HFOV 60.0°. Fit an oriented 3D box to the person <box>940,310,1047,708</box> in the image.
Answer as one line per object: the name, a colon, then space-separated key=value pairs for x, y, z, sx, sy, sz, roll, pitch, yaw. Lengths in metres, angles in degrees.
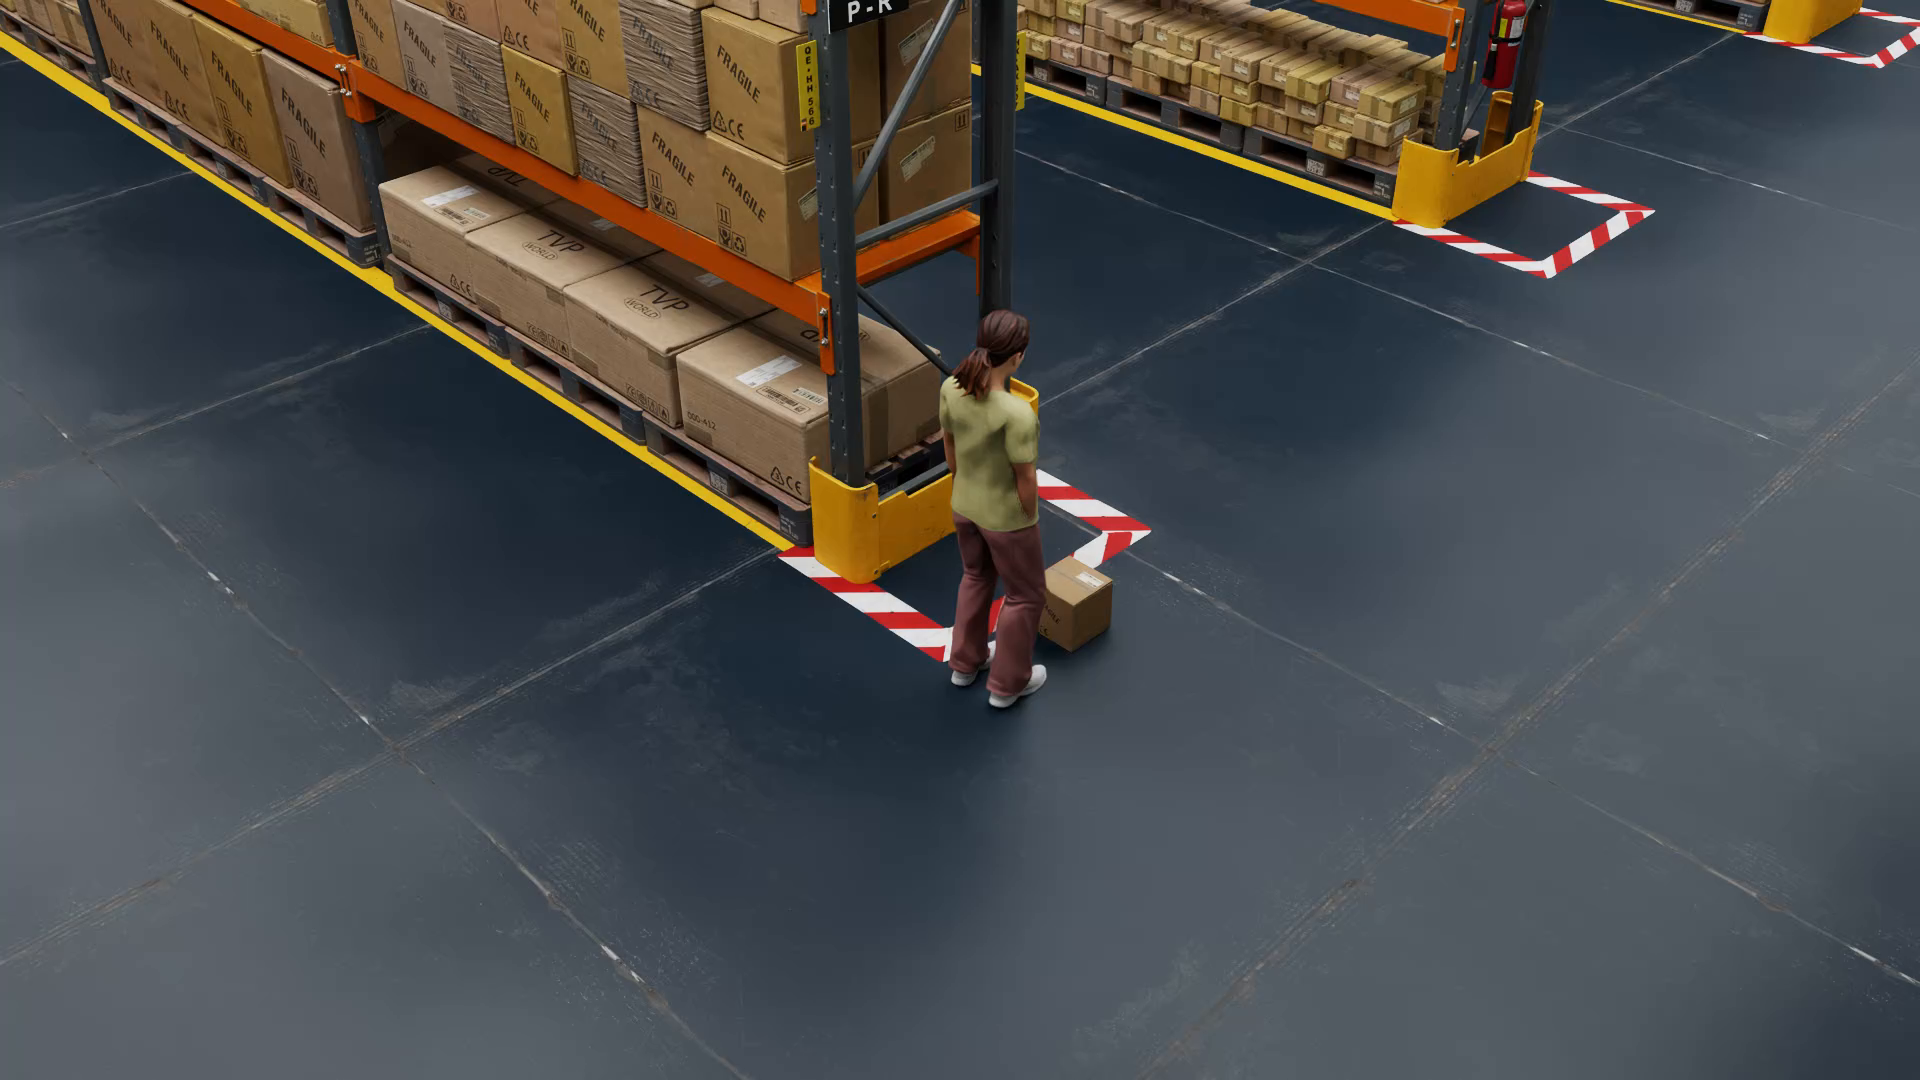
person: x=0.123 y=-0.093 z=6.322 sx=0.452 sy=1.636 sz=0.358 roll=29 pitch=44 yaw=34
